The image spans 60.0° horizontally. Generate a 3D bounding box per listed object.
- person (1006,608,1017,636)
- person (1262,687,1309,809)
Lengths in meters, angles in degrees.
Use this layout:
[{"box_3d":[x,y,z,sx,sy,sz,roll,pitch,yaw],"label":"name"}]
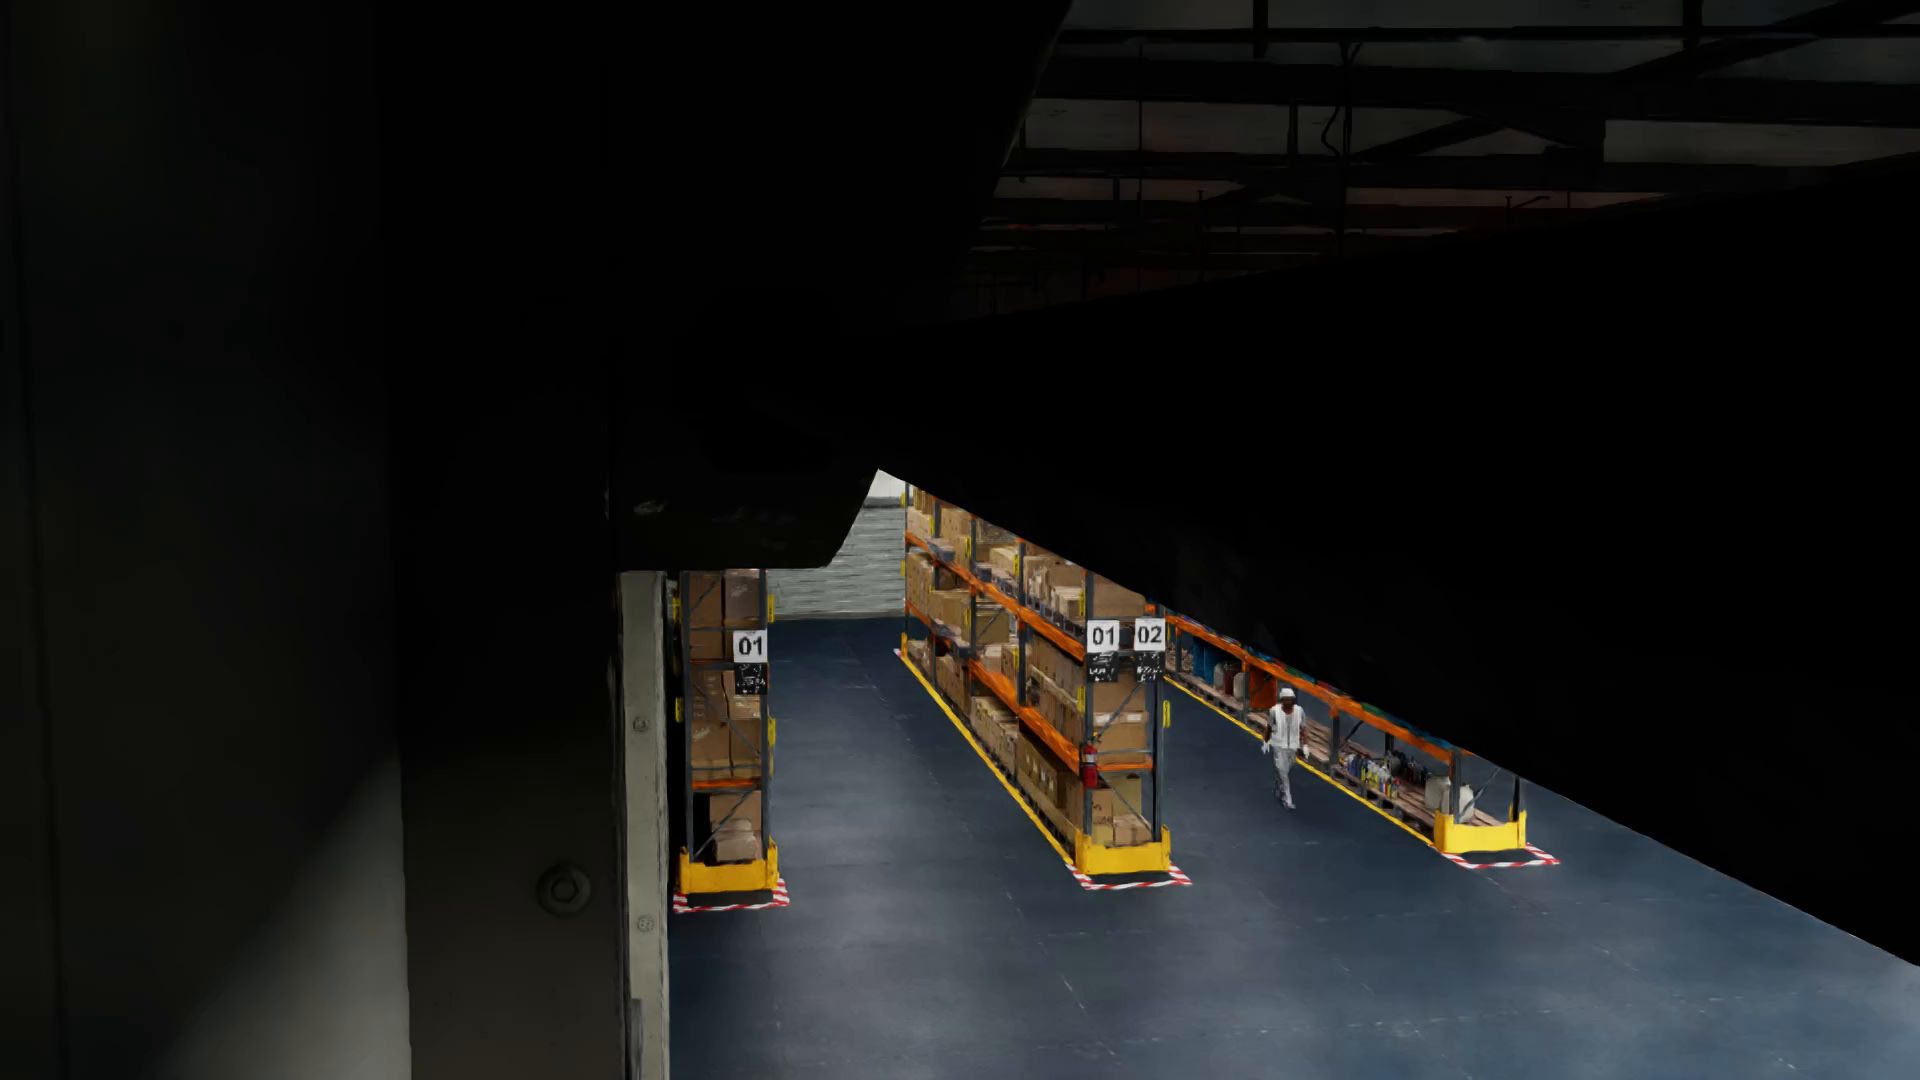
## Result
[{"box_3d":[1.032,1.862,35.424,0.580,1.618,0.507,-1,6,-12],"label":"person"},{"box_3d":[4.733,2.978,24.043,0.577,1.733,1.042,-1,6,-11],"label":"person"}]
